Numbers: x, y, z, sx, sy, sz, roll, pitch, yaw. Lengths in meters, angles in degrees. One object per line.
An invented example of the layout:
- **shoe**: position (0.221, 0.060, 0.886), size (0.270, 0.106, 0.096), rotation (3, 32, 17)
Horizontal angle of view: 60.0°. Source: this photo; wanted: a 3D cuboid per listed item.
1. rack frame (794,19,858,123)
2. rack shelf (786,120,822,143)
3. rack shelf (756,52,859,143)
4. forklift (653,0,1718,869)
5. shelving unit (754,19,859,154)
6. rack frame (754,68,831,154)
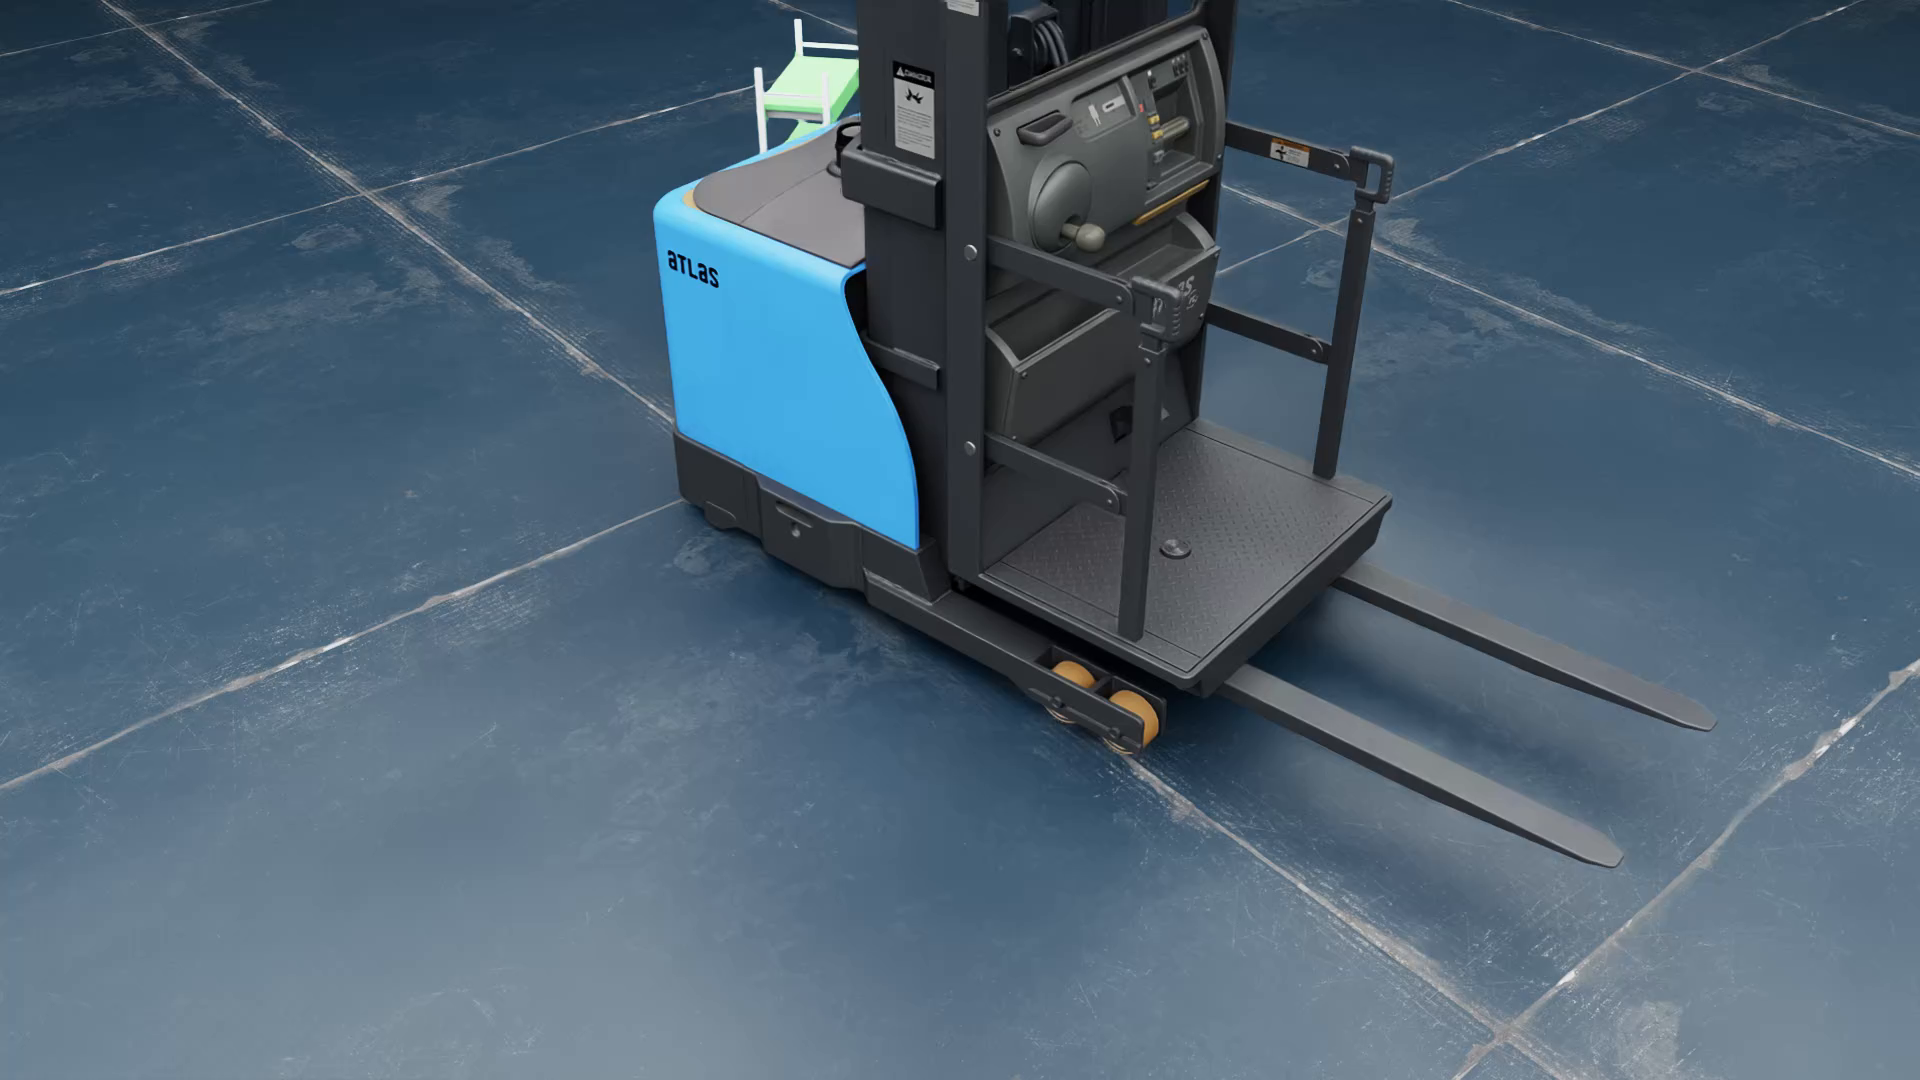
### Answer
- **rack frame**: position (-0.446, -1.276, 6.014), size (0.240, 1.200, 0.015), rotation (6, 36, 9)
- **rack shelf**: position (-0.491, -1.281, 5.716), size (0.258, 0.148, 0.480), rotation (6, 36, 9)
- **rack shelf**: position (-0.491, -1.477, 5.578), size (0.258, 0.148, 0.480), rotation (6, 36, 9)
- **forklift**: position (0.551, -0.972, 4.086), size (3.031, 2.935, 1.130), rotation (26, 43, 32)
- **shelving unit**: position (-0.491, -1.138, 5.818), size (0.258, 1.200, 0.503), rotation (6, 36, 9)
- **rack frame**: position (-0.535, -0.999, 5.622), size (0.240, 1.200, 0.015), rotation (6, 36, 9)
